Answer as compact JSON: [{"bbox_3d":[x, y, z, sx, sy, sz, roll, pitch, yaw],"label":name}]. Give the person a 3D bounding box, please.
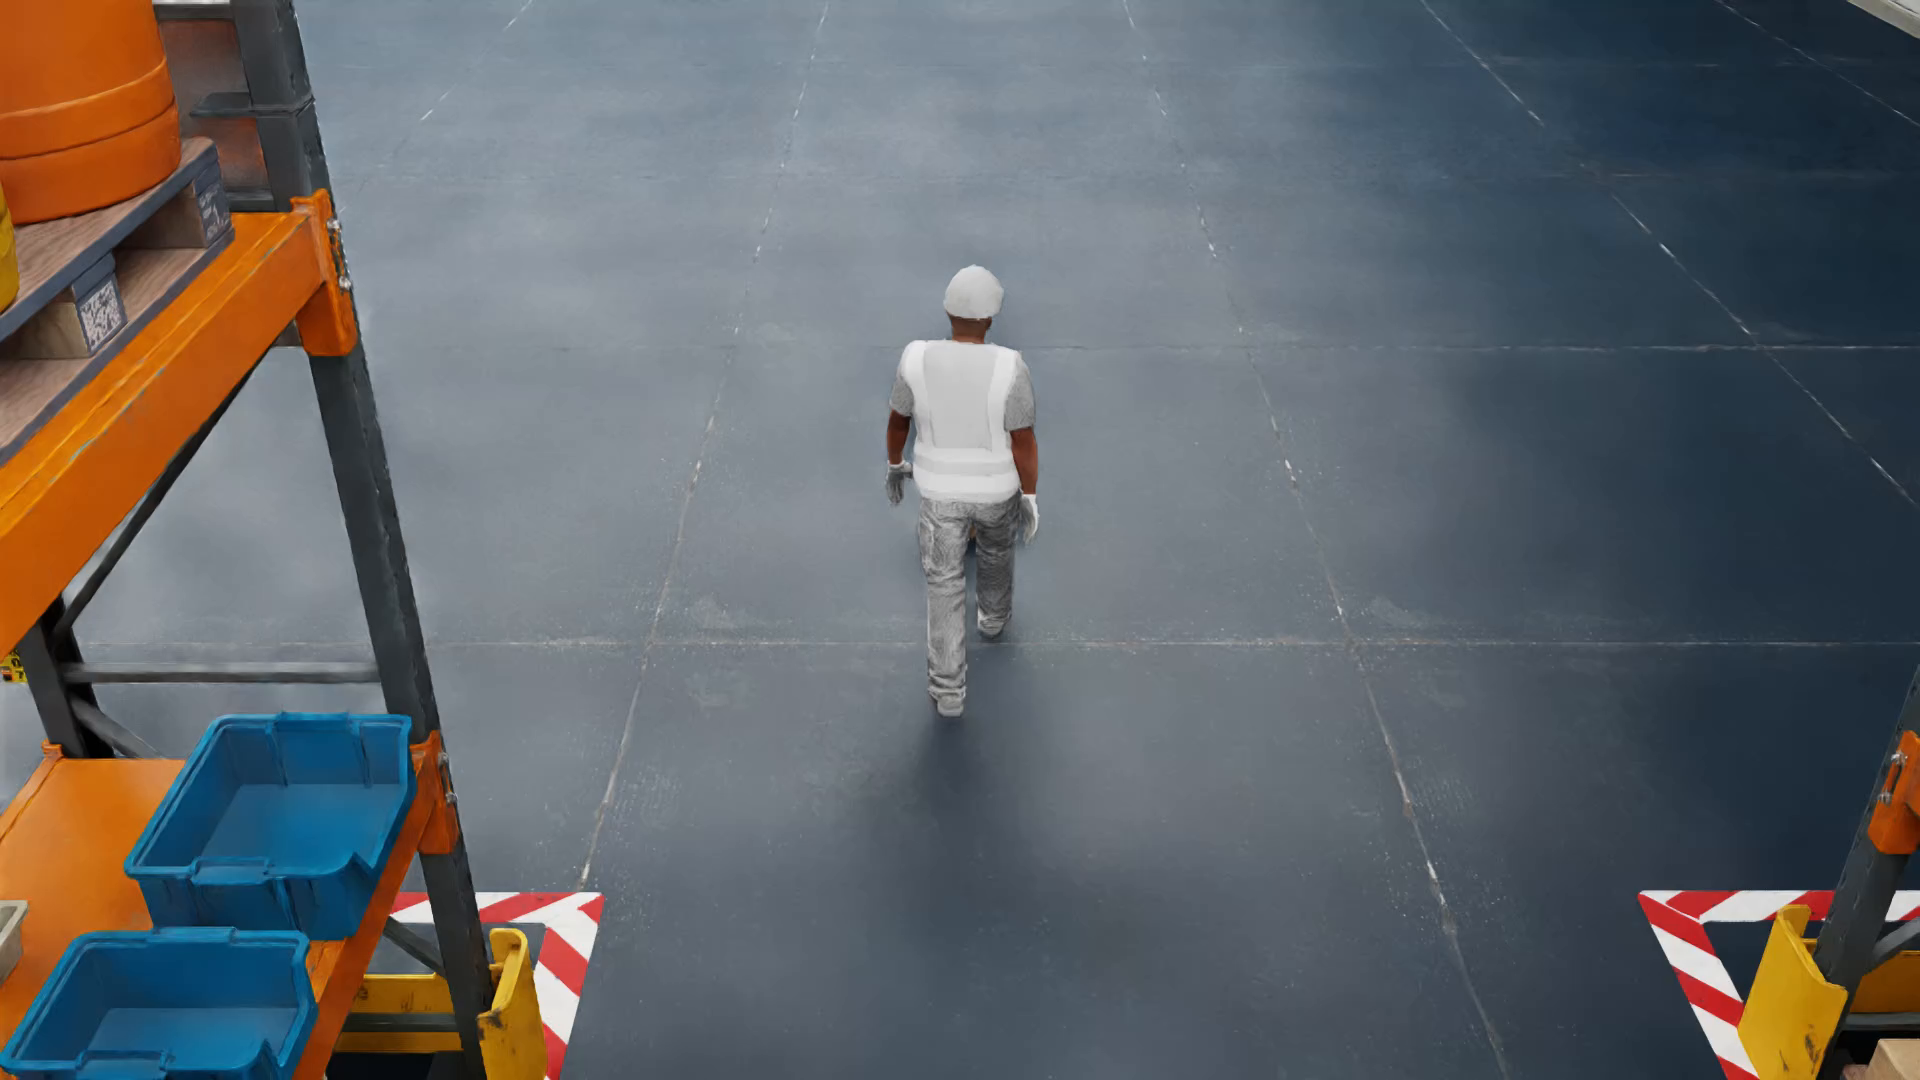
[{"bbox_3d":[0.010,-0.252,6.547,0.634,1.755,0.956,3,31,6],"label":"person"}]
